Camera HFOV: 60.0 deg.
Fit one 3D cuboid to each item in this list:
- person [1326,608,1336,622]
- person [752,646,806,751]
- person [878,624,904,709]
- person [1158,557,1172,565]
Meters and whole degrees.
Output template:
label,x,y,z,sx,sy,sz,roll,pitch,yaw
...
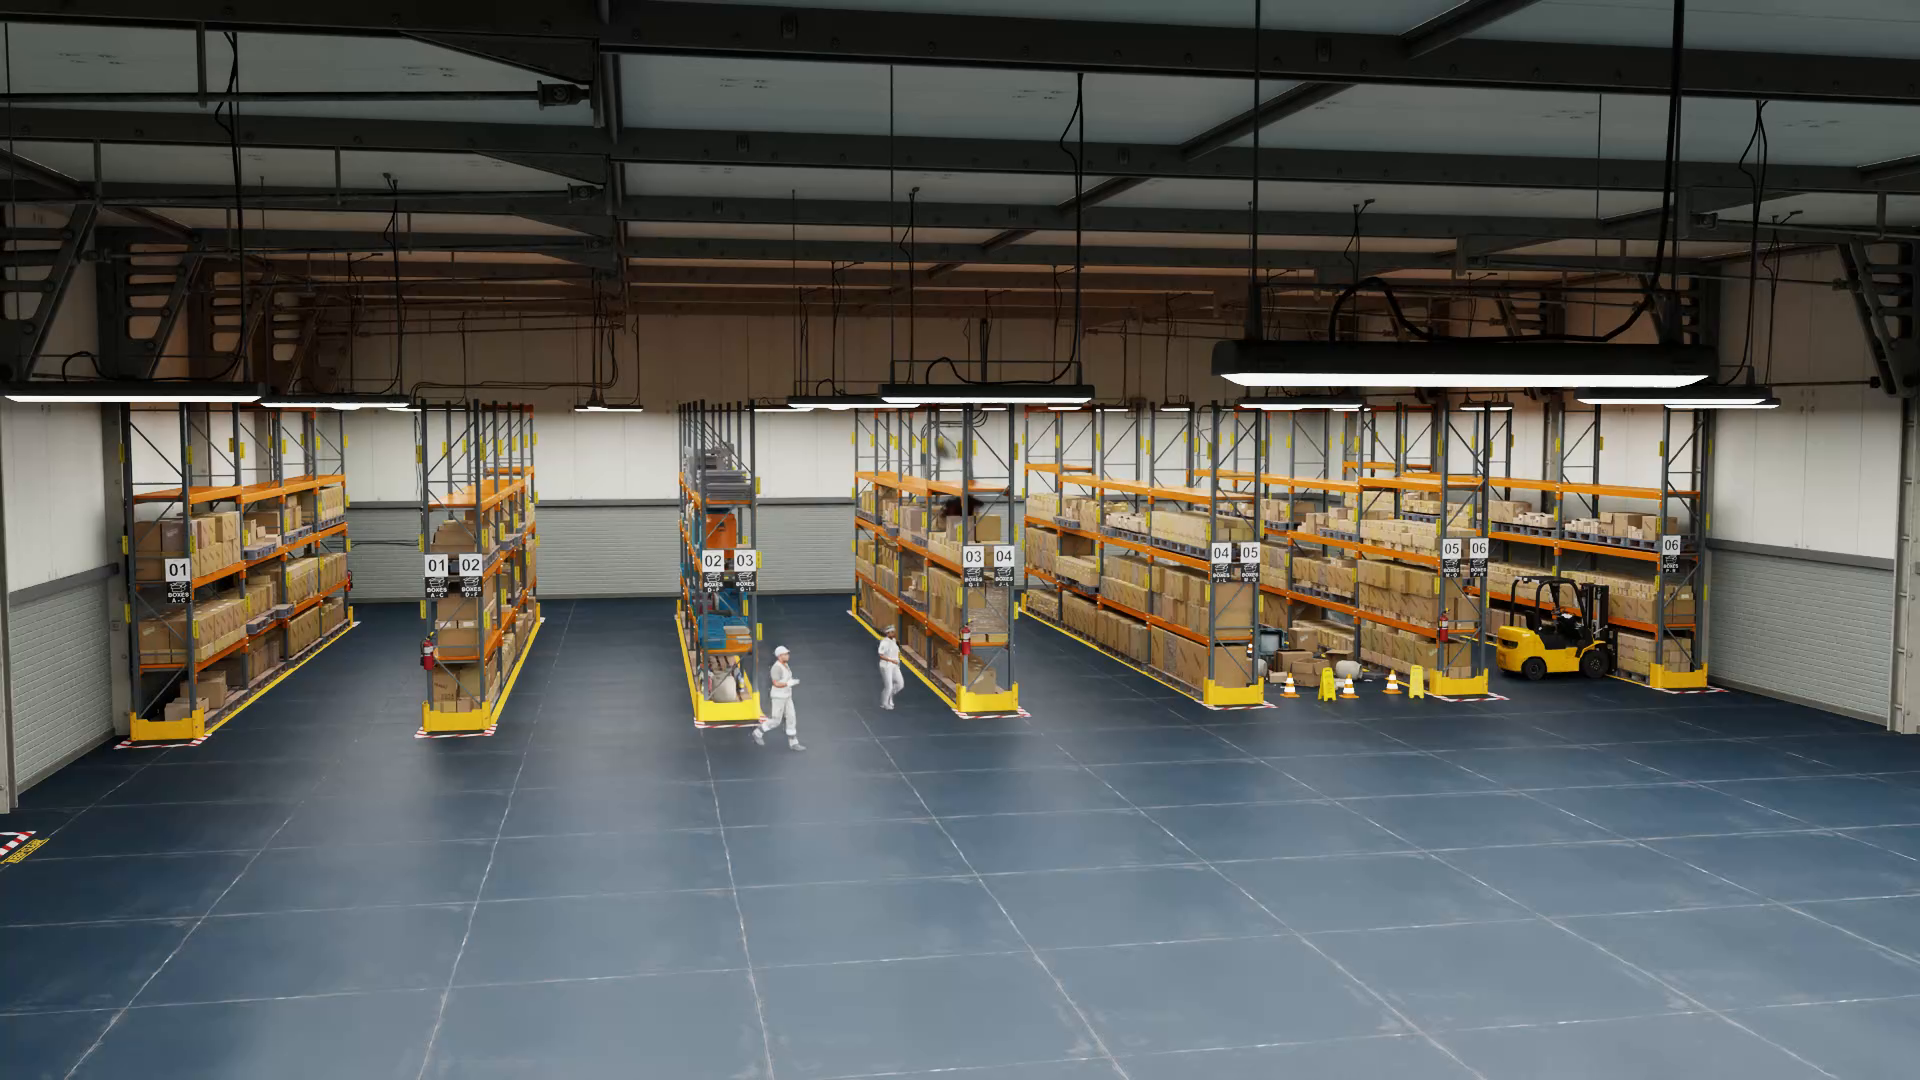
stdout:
label,x,y,z,sx,sy,sz,roll,pitch,yaw
person,9.869,1.536,44.017,0.671,1.748,0.604,-1,4,-14
person,-3.065,2.679,28.205,0.968,1.769,0.660,1,5,18
person,-1.334,2.457,32.231,0.561,1.660,0.575,4,6,39
person,6.258,1.061,50.808,0.806,1.715,0.630,0,4,-7
